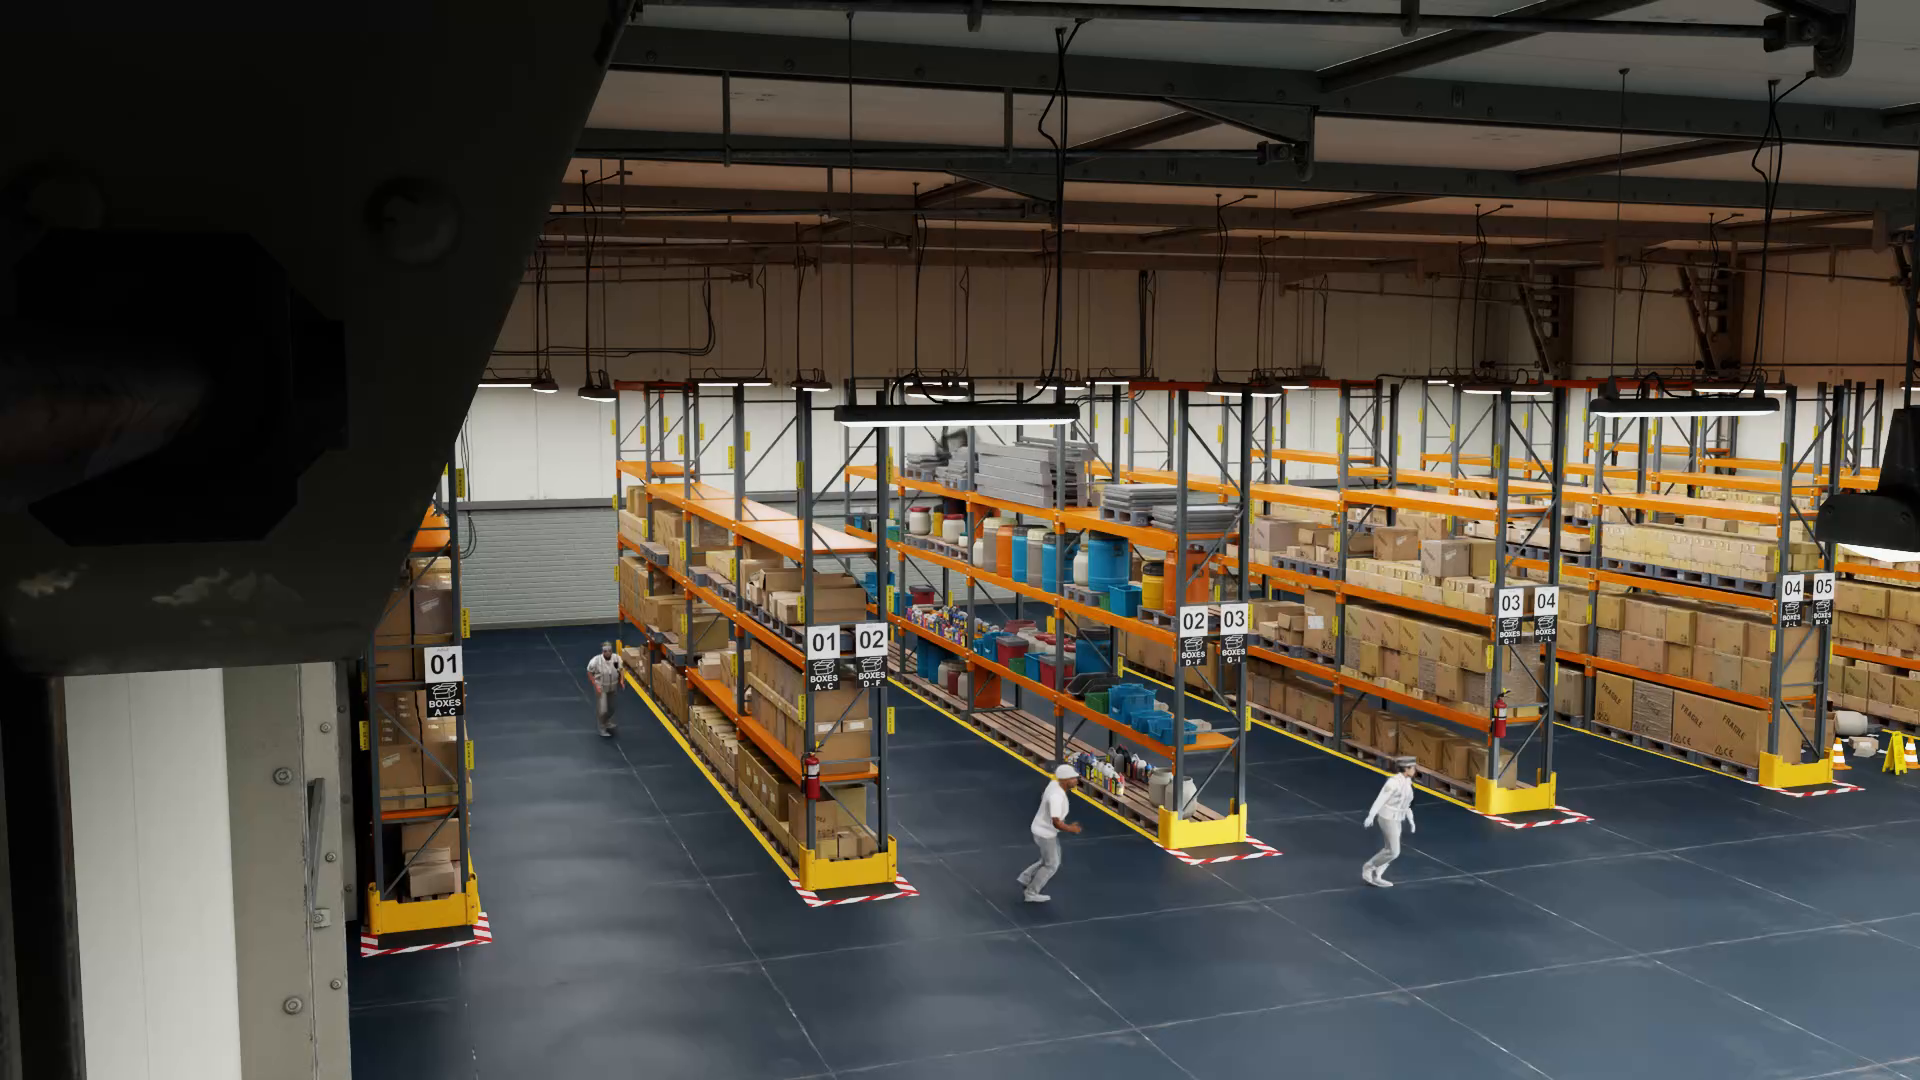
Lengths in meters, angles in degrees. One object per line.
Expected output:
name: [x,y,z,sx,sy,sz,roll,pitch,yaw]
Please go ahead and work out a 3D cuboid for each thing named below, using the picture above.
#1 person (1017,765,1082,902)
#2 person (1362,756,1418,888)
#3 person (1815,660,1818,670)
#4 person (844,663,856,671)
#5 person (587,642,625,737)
person: [1.053,3.446,19.583,0.768,1.647,0.692,0,6,2]
person: [5.210,3.407,20.143,0.563,1.621,0.641,4,7,36]
person: [17.159,1.939,33.833,0.575,1.672,0.582,-2,6,-17]
person: [-2.055,2.289,27.882,0.616,1.668,0.641,-6,8,-43]
person: [-6.054,2.508,28.365,0.690,1.667,0.876,-5,8,-39]
